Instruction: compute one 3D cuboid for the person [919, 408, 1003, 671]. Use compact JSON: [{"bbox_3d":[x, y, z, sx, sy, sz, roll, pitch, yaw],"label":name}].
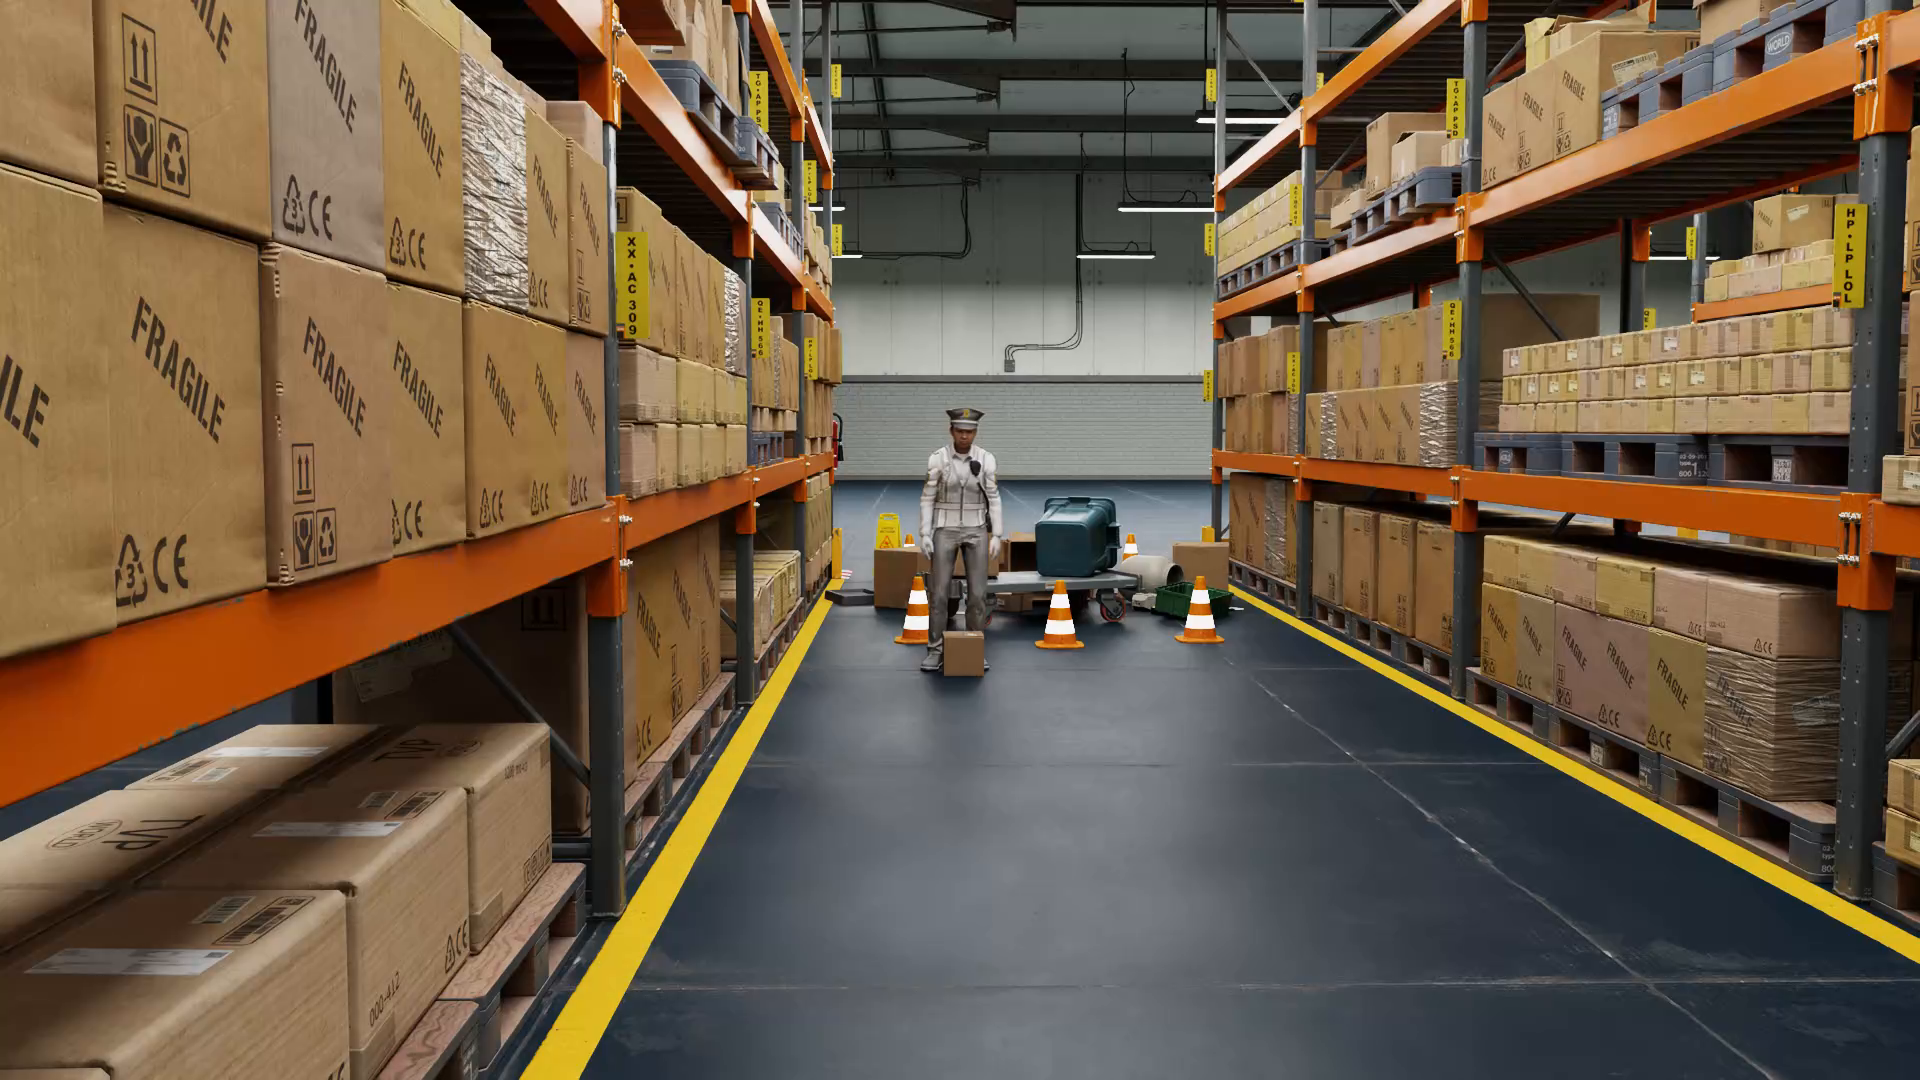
[{"bbox_3d":[0.008,-0.009,10.599,0.536,1.662,0.378,0,4,-2],"label":"person"}]
